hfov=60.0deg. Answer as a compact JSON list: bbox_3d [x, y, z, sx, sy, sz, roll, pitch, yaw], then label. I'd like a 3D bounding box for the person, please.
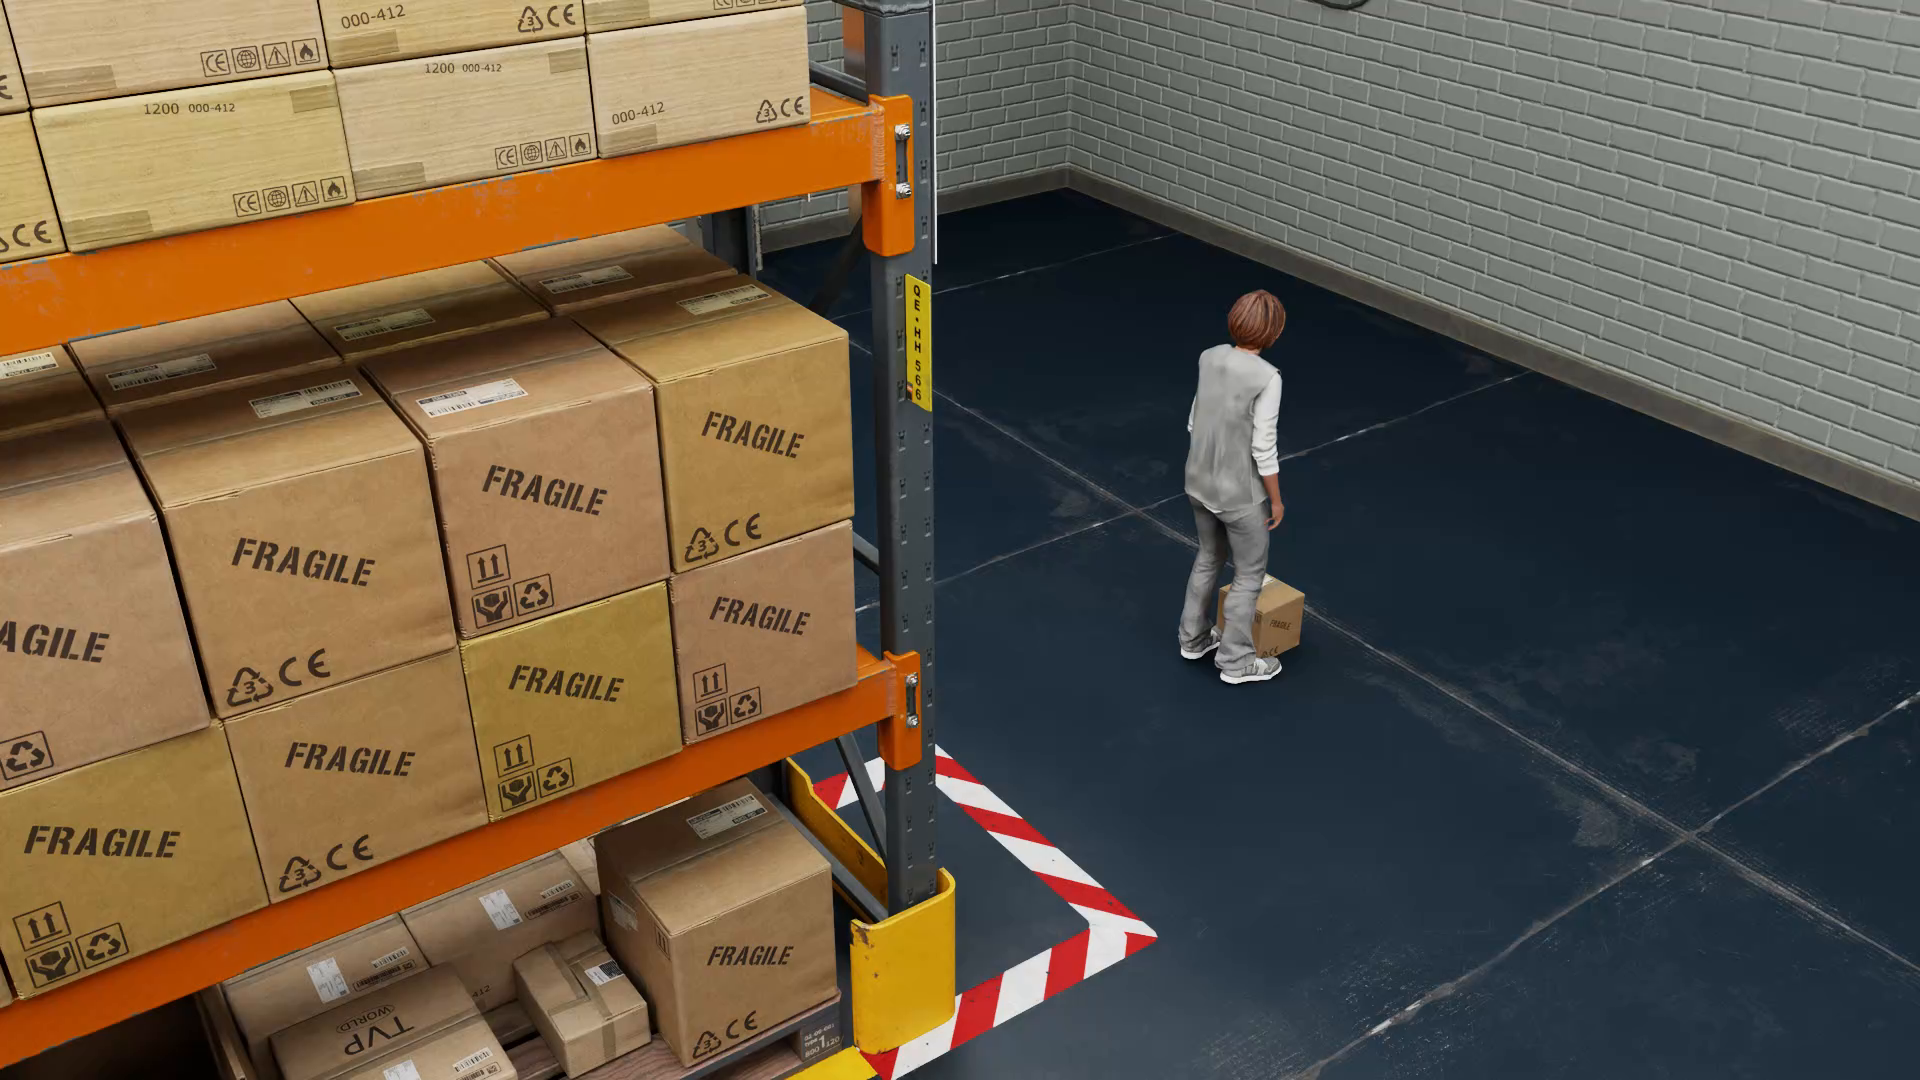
[{"bbox_3d":[1.063,-0.196,6.489,0.343,1.593,0.461,-19,34,-30],"label":"person"}]
